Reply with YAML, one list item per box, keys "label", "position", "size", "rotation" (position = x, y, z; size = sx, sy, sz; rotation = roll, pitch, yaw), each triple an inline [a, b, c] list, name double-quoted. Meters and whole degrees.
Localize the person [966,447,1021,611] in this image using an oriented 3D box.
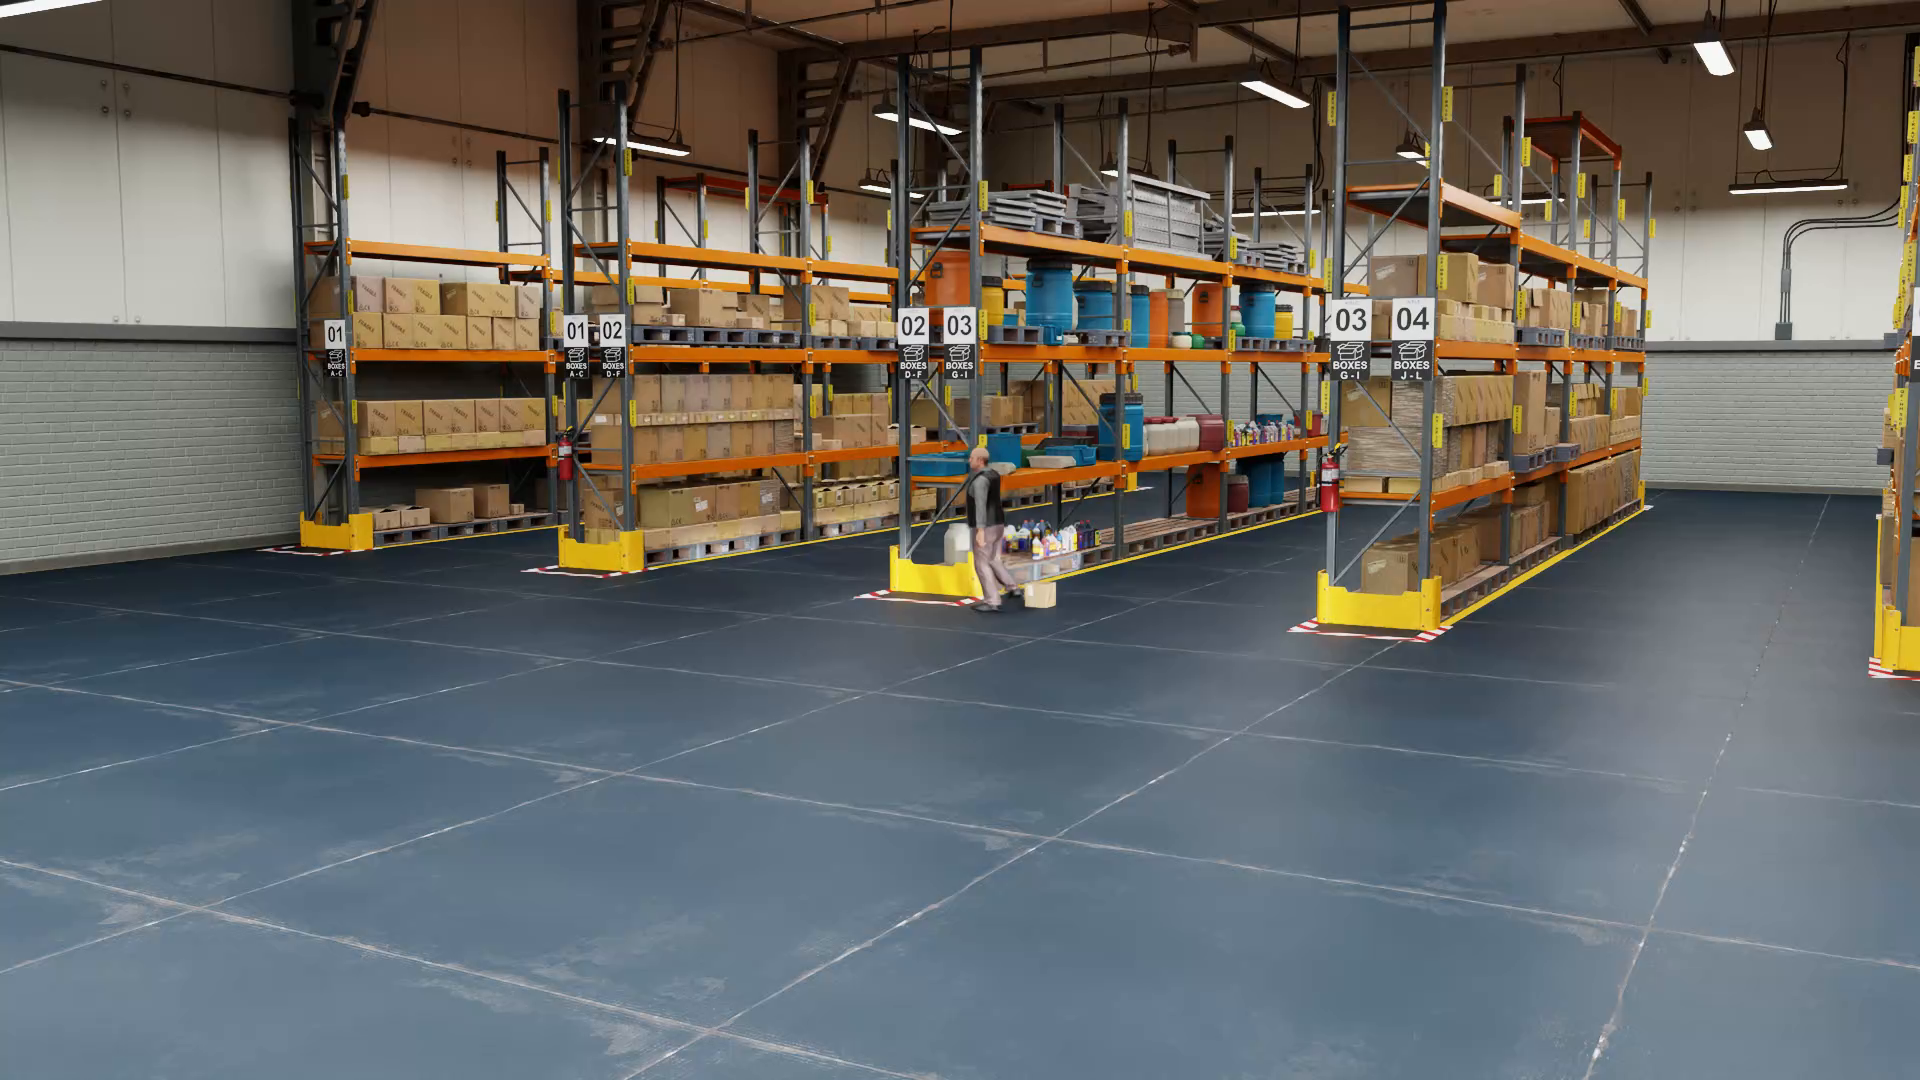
- label: "person"
  position: [0.352, -0.109, 17.329]
  size: [0.540, 1.712, 0.609]
  rotation: [2, 6, 22]
